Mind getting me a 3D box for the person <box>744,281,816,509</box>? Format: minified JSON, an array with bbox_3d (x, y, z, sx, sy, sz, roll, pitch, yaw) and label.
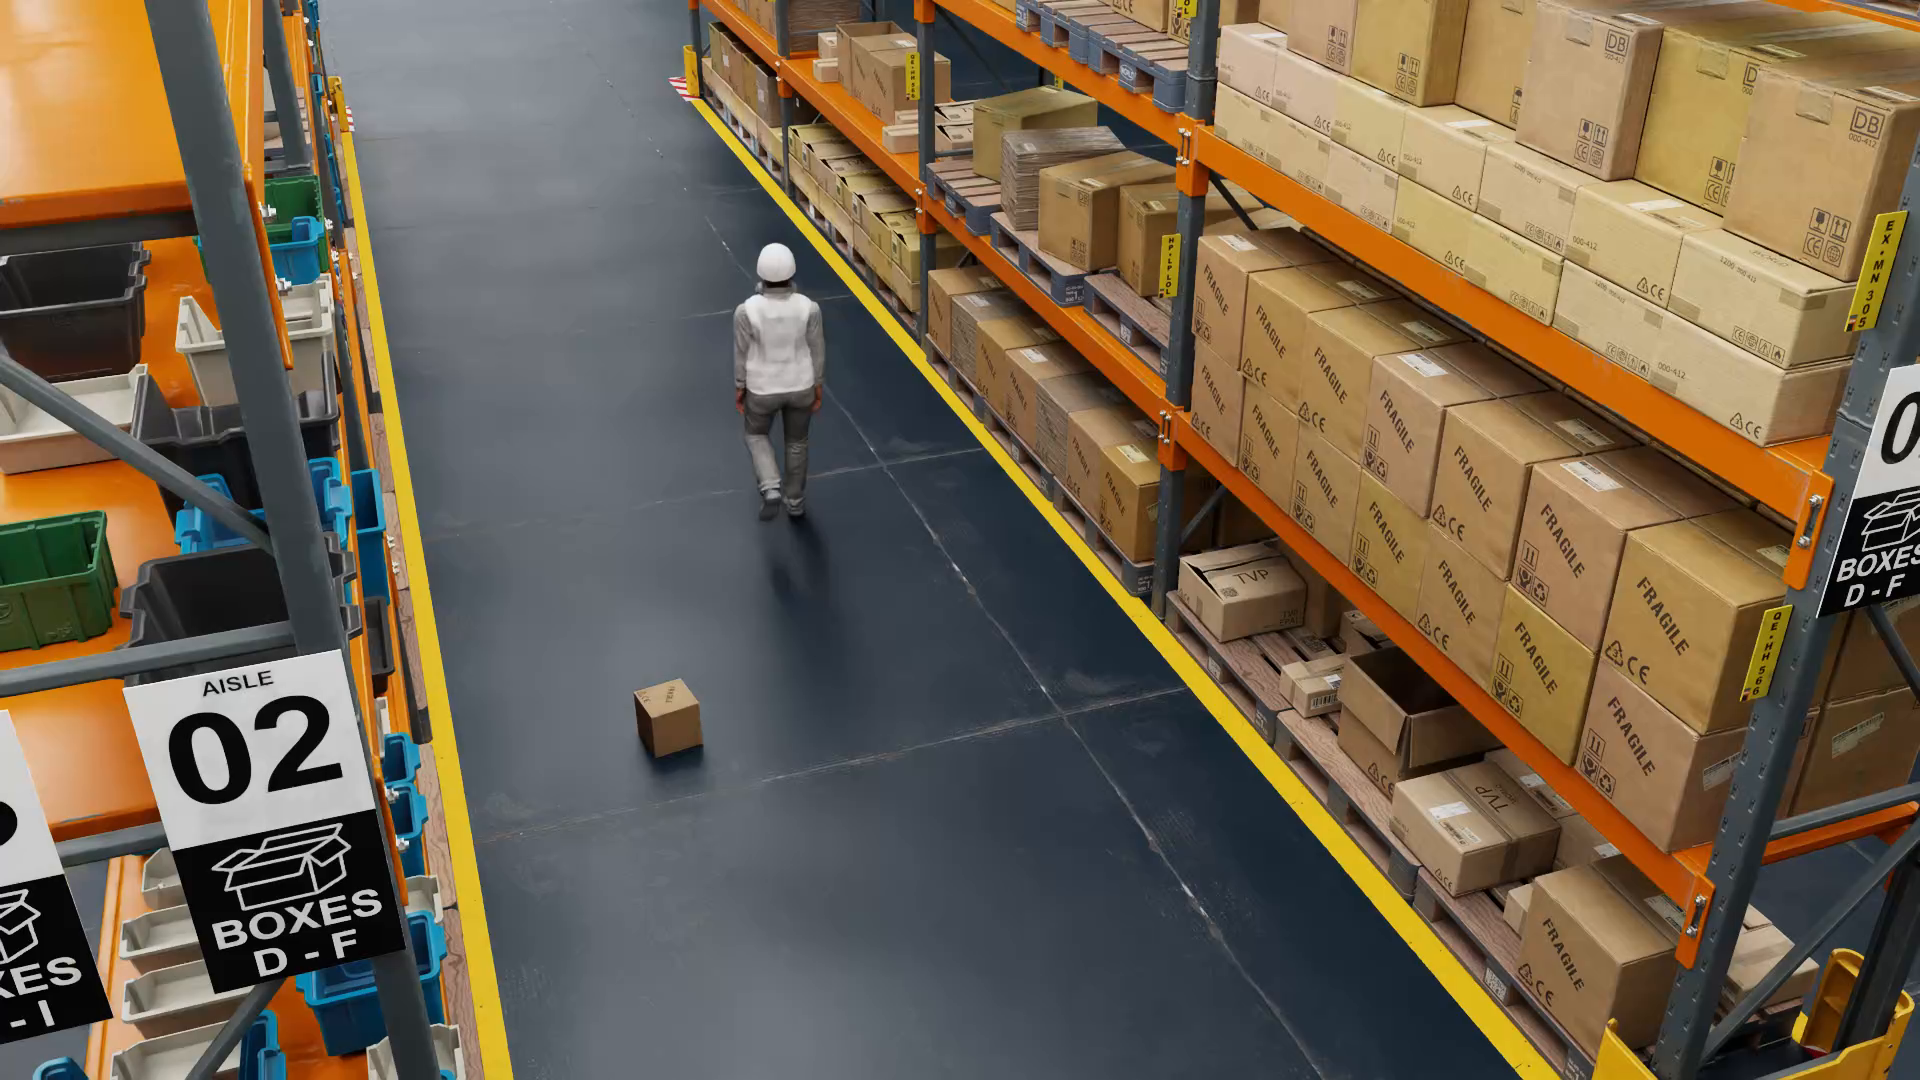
[{"bbox_3d":[-1.069,-0.845,9.931,0.453,1.474,0.470,-5,30,-10],"label":"person"}]
